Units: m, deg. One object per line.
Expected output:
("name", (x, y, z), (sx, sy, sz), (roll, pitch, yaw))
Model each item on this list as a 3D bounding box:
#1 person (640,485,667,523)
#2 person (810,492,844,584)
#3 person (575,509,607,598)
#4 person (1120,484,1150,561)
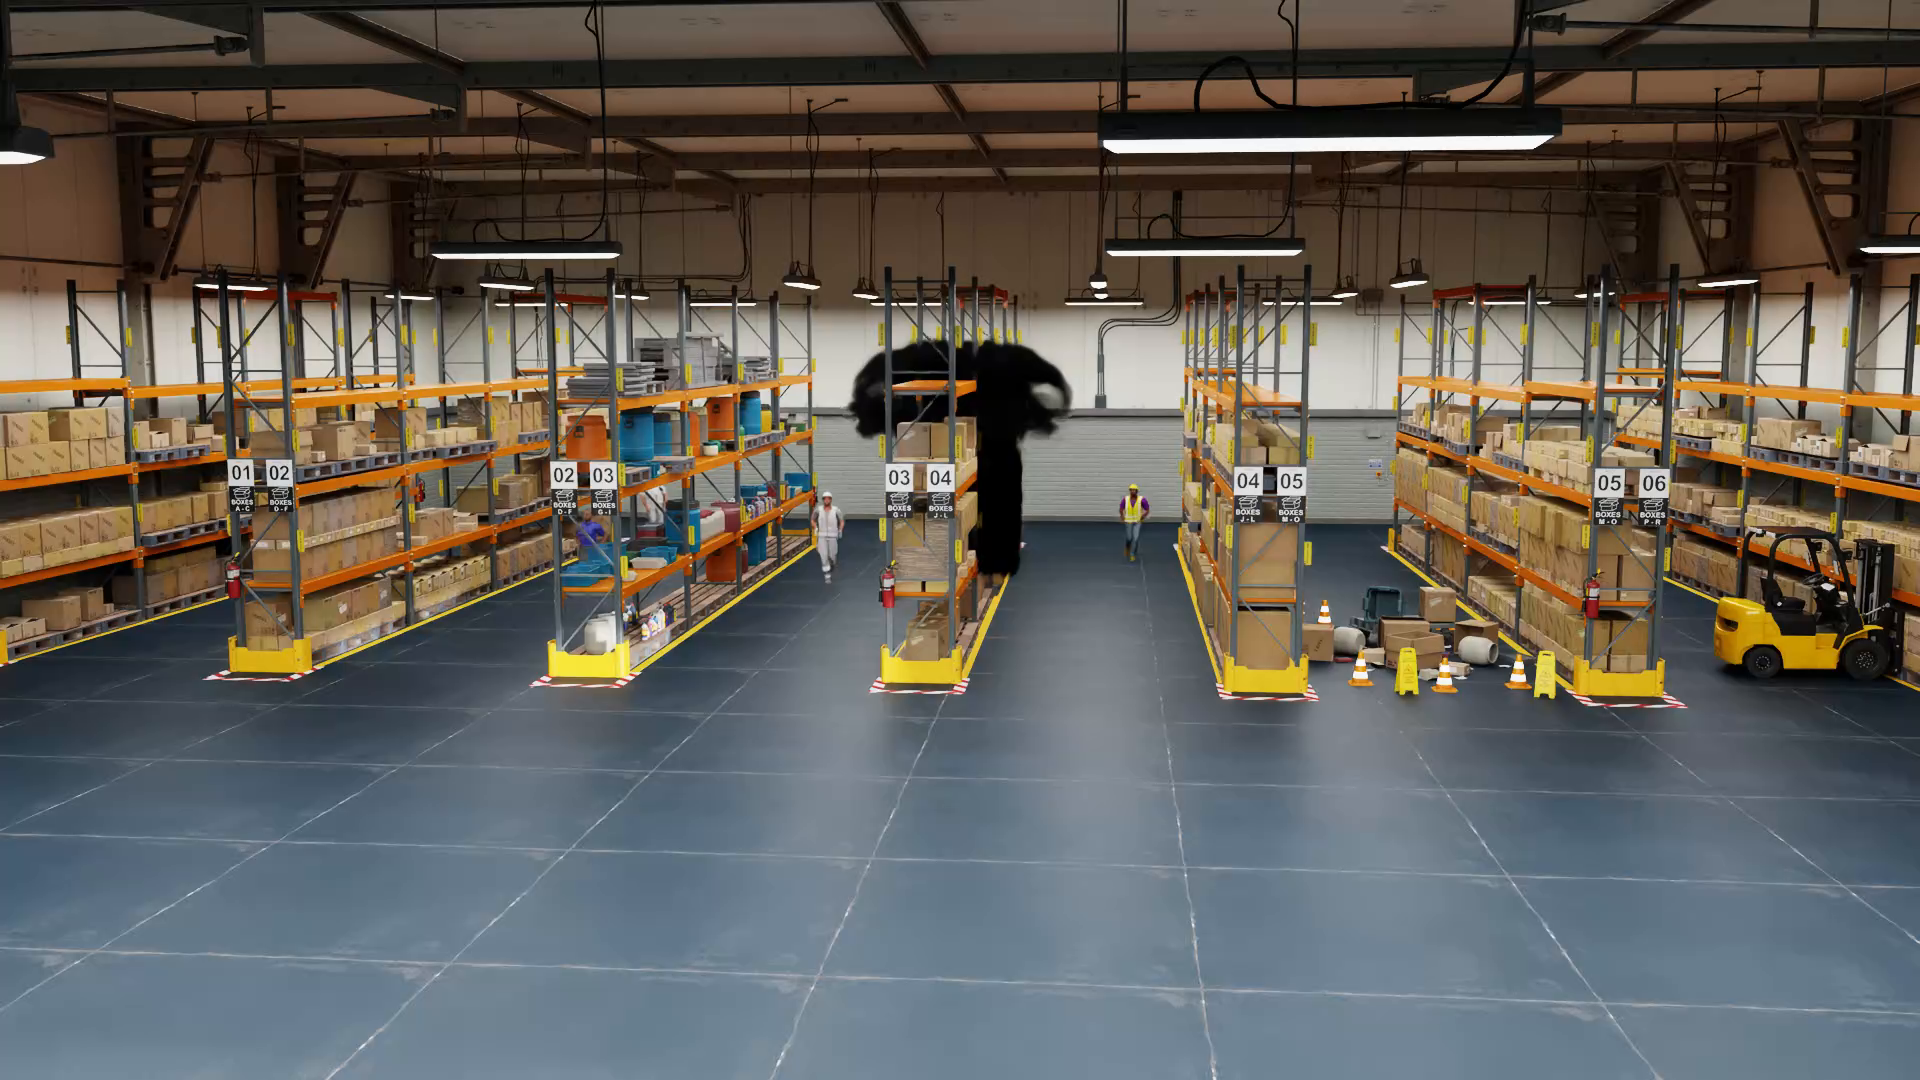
("person", (-7.453, -0.792, 40.690), (0.693, 1.750, 0.539), (-3, 8, -27))
("person", (-2.566, -0.053, 32.158), (0.655, 1.763, 0.690), (0, 7, -1))
("person", (-6.760, 0.351, 30.216), (0.569, 1.429, 0.516), (2, 7, 13))
("person", (3.921, -0.392, 37.412), (0.686, 1.731, 0.616), (1, 7, 10))
